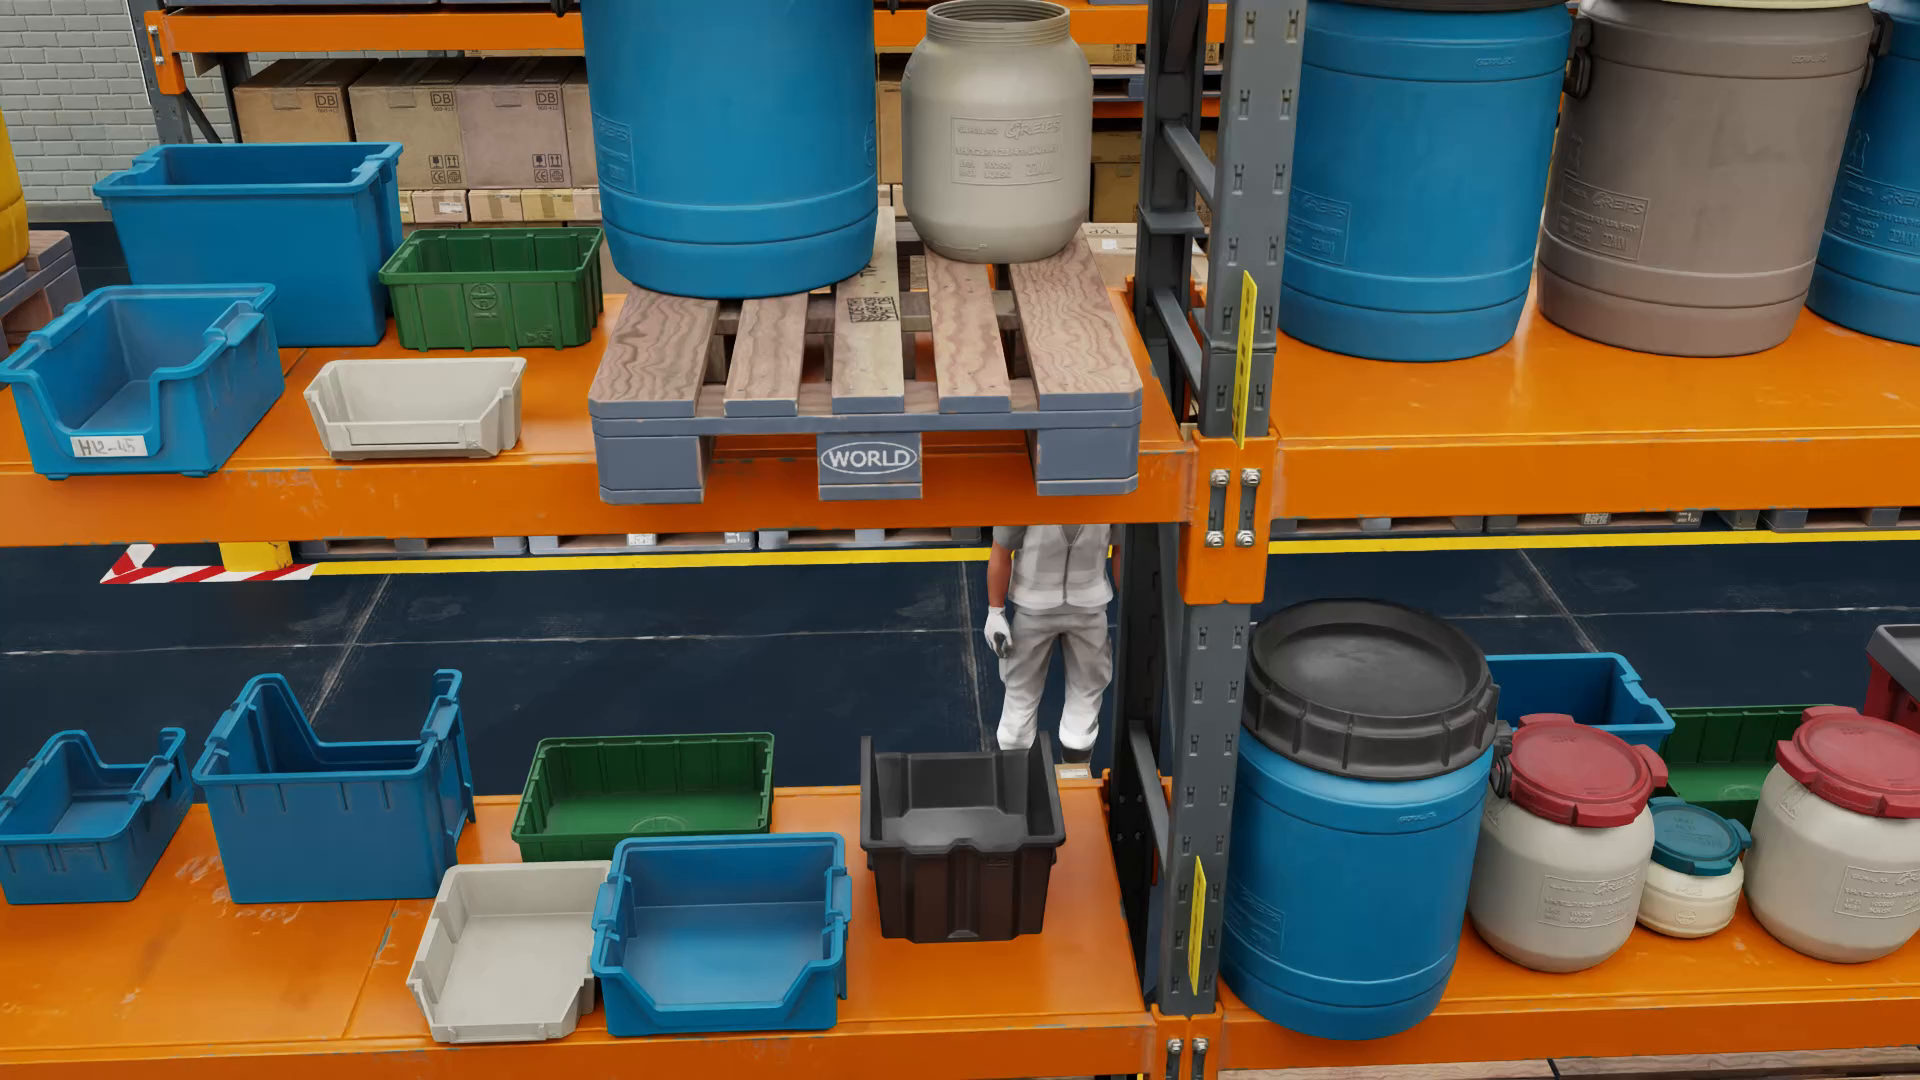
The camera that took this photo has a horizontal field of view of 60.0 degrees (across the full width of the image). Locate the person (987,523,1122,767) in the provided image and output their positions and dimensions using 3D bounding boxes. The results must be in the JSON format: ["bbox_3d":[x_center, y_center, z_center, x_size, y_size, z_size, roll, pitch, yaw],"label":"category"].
[{"bbox_3d":[0.400,0.294,6.533,0.591,1.779,0.448,-3,27,-6],"label":"person"}]
